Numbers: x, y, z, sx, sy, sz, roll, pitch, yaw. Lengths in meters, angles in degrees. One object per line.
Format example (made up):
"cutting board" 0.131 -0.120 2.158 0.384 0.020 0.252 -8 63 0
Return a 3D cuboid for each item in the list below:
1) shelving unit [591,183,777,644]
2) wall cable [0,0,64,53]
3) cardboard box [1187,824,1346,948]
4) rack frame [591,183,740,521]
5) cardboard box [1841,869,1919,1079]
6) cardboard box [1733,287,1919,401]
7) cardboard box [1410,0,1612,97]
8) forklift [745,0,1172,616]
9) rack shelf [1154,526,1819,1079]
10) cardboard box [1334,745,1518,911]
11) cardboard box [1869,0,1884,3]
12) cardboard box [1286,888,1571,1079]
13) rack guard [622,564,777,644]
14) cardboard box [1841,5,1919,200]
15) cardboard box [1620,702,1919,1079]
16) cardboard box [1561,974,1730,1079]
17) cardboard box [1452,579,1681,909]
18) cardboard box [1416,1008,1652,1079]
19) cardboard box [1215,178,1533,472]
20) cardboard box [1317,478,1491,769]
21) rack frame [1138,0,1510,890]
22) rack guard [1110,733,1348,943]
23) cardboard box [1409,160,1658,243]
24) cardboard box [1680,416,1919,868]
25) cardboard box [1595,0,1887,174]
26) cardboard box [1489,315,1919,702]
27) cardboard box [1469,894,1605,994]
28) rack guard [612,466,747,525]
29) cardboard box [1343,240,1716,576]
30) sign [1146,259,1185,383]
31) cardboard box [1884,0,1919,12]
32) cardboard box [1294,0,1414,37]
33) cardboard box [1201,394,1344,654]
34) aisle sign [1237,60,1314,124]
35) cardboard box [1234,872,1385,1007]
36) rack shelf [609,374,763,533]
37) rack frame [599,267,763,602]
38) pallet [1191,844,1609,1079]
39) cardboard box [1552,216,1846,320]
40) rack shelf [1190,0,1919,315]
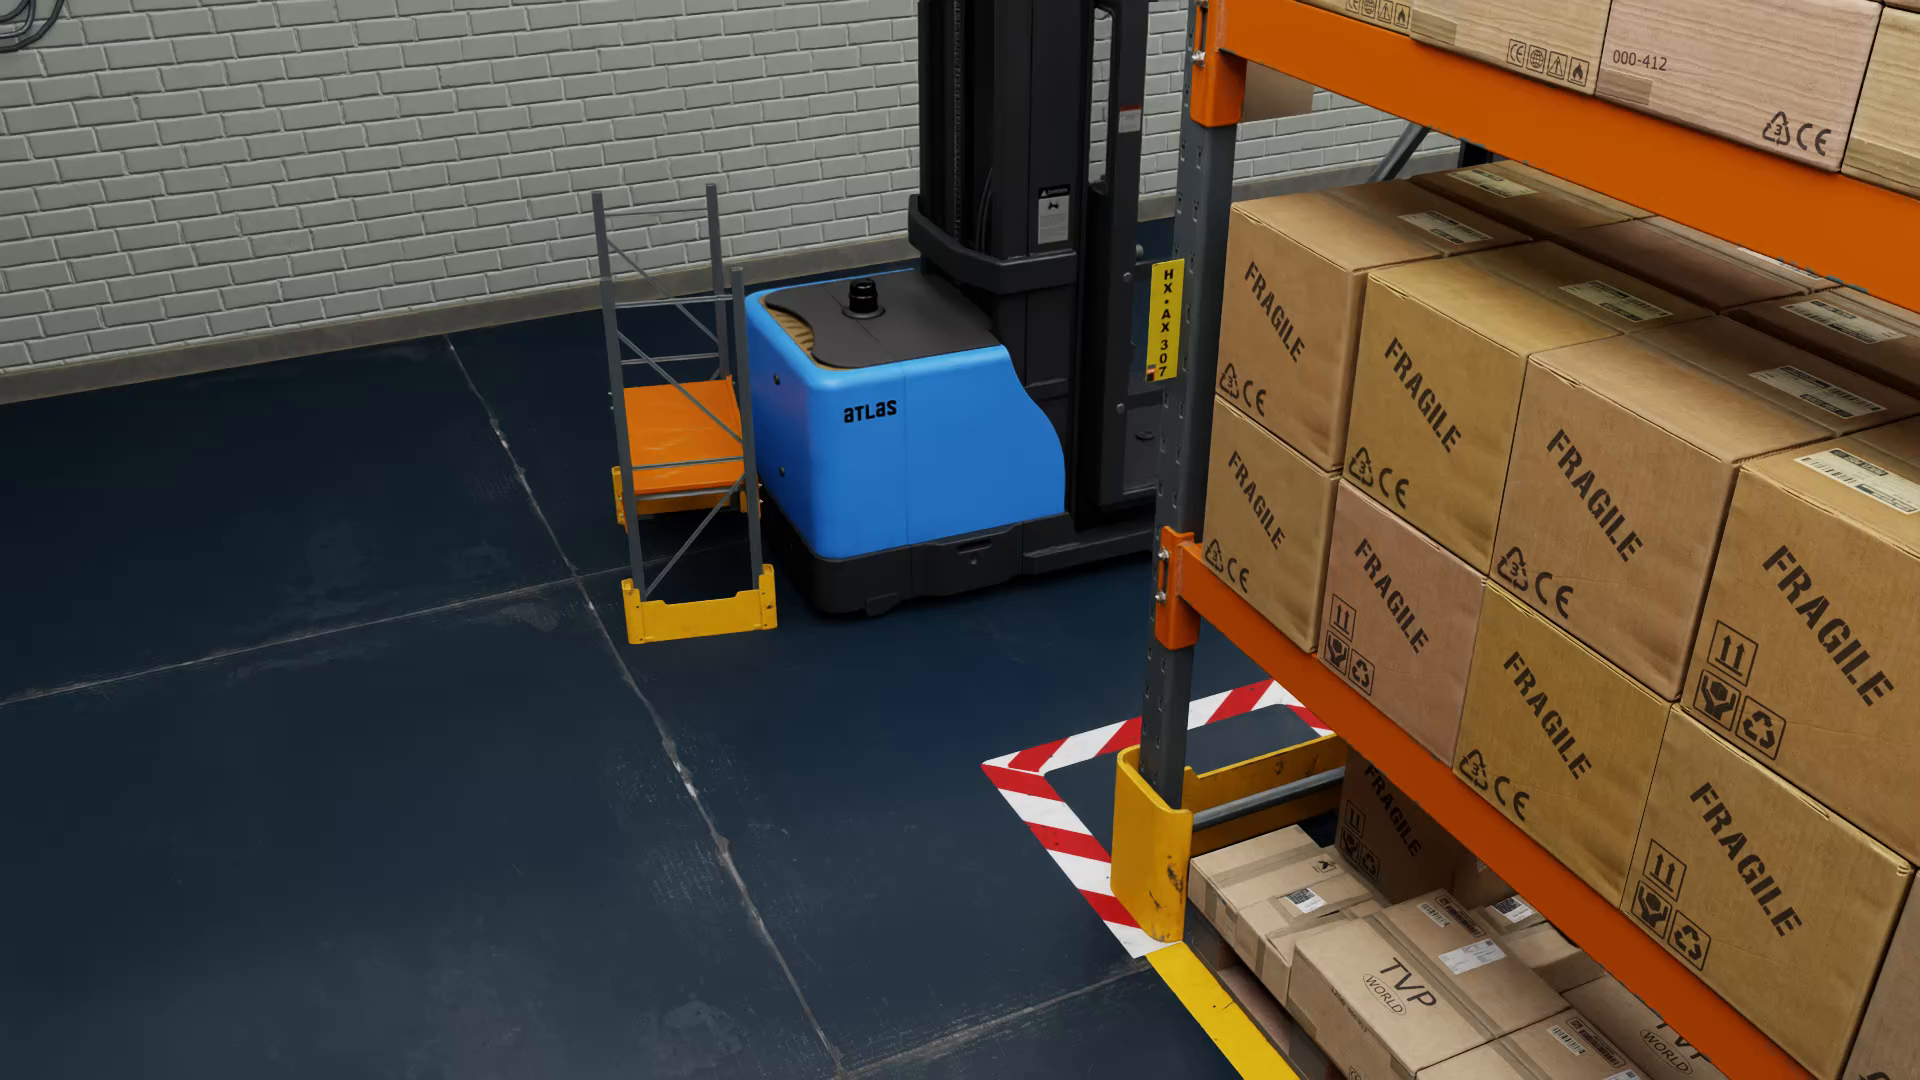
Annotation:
"shelving unit" -1.129 -0.531 6.664 0.587 1.500 1.083 -6 30 -11
"wall cable" -5.554 -3.097 6.747 3.097 2.526 0.112 -13 32 -22
"cardboard box" 0.893 1.006 4.854 0.380 0.149 0.250 -13 32 -22
"rack frame" -1.237 -0.769 7.089 0.500 1.500 0.032 -6 30 -11
"cardboard box" 1.849 0.800 2.655 0.500 0.500 0.500 -12 32 -21
"cardboard box" 1.908 -0.193 3.402 0.500 0.500 0.500 -12 32 -21
"cardboard box" 1.218 -1.042 3.127 0.500 0.250 0.500 -13 32 -22
"forklift" 0.641 -1.437 6.816 3.031 2.935 1.130 -12 31 -20
"rack shelf" 1.882 0.895 3.323 1.077 0.370 4.000 -13 32 -22
"cardboard box" 1.480 0.784 4.891 0.500 0.500 0.500 -13 32 -22
"cardboard box" 1.438 -1.040 2.614 0.500 0.250 0.500 -13 32 -22
"cardboard box" 1.216 1.225 4.360 0.500 0.250 0.500 -13 32 -22
"rack guard" -1.021 0.252 6.545 0.587 0.250 0.087 -6 30 -11
"cardboard box" 1.654 -0.602 2.343 0.500 0.250 0.500 -13 32 -22
"cardboard box" 1.628 0.575 3.055 0.500 0.500 0.500 -13 32 -21
"cardboard box" 1.860 1.319 4.192 0.500 0.250 0.500 -13 32 -22
"cardboard box" 1.415 0.354 3.449 0.500 0.500 0.500 -13 32 -22
"cardboard box" 1.430 1.446 3.966 0.500 0.250 0.500 -13 32 -22
"cardboard box" 0.976 -0.531 4.006 0.500 0.500 0.500 -12 31 -20
"cardboard box" 1.202 0.132 3.846 0.500 0.500 0.500 -13 32 -22
"rack frame" 1.024 -0.303 4.723 1.000 3.000 0.127 -13 32 -22
"rack guard" 1.056 0.821 5.275 1.175 0.500 0.348 -13 32 -22
"cardboard box" 1.463 -0.644 4.206 0.500 0.500 0.500 -13 32 -22
"cardboard box" 1.636 0.144 2.801 0.500 0.500 0.500 -13 32 -22
"cardboard box" 1.434 -0.821 2.734 0.500 0.250 0.500 -13 32 -22
"cardboard box" 1.418 -0.080 3.201 0.500 0.500 0.500 -13 32 -21
"cardboard box" 1.572 1.127 4.620 0.380 0.166 0.250 -13 32 -22
"rack guard" -1.237 -0.224 7.393 0.587 0.250 0.087 -6 30 -11
"cardboard box" 1.207 -0.302 3.597 0.500 0.500 0.500 -13 32 -21
"sign" 0.534 -0.566 4.308 0.100 0.325 0.005 -13 32 -22
"cardboard box" 1.649 -0.819 2.218 0.500 0.250 0.500 -13 32 -22
"cardboard box" 1.015 -1.265 3.526 0.500 0.250 0.500 -13 32 -22
"cardboard box" 0.976 -0.095 4.250 0.500 0.500 0.500 -12 32 -21
"aisle sign" 0.729 -1.405 4.031 0.394 0.787 0.004 -13 32 -22
"cardboard box" 1.000 1.109 4.653 0.380 0.166 0.250 -13 32 -22
"rack shelf" -1.127 -0.370 6.744 0.538 0.185 1.000 -6 30 -11
"rack frame" -1.017 -0.284 6.223 0.500 1.500 0.032 -6 30 -11
"pallet" 1.399 1.299 4.718 1.003 0.211 1.213 -13 32 -22
"cardboard box" 1.681 -0.421 3.809 0.500 0.500 0.500 -12 32 -21
"rack shelf" 1.882 -0.414 2.590 1.077 0.370 4.000 -13 32 -22
